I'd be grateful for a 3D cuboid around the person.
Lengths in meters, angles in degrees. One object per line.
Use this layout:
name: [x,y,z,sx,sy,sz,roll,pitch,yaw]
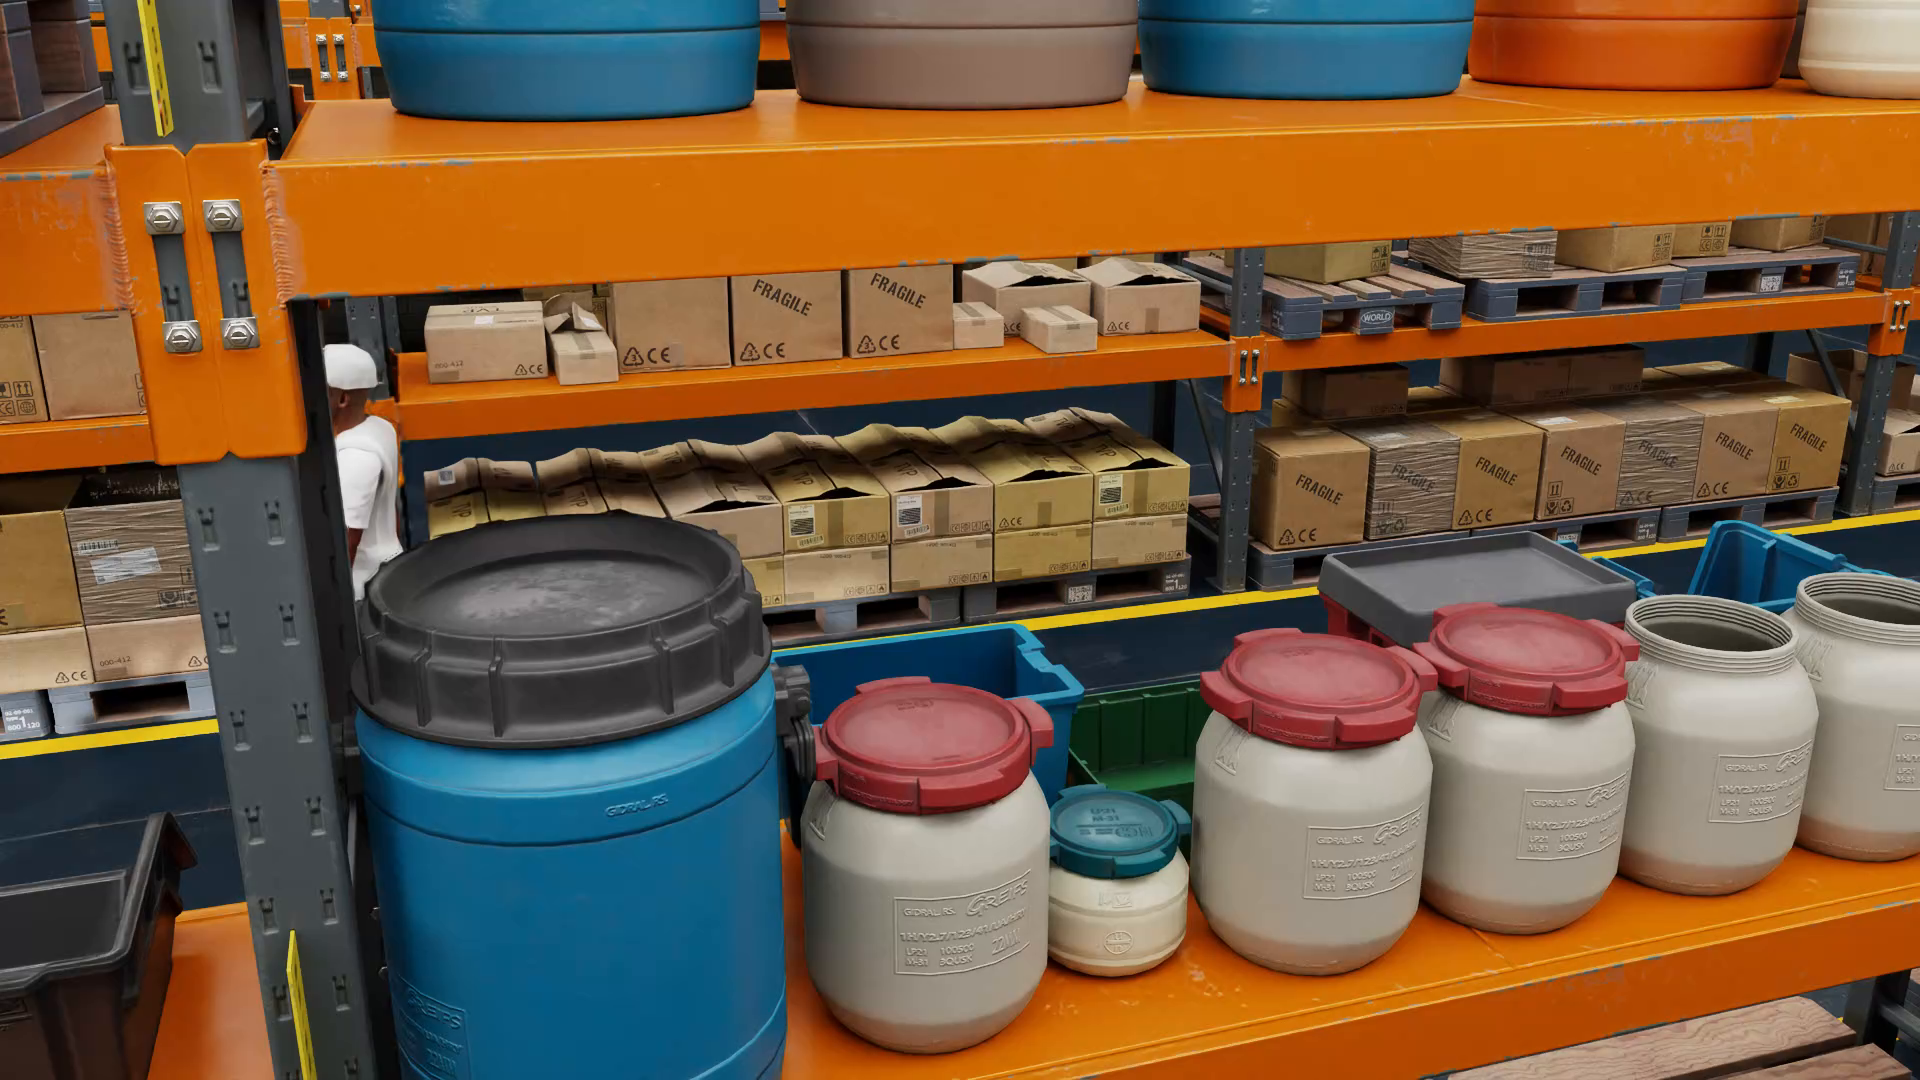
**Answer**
person: [-2.242,0.186,6.002,0.754,1.795,0.623,-7,20,-18]
